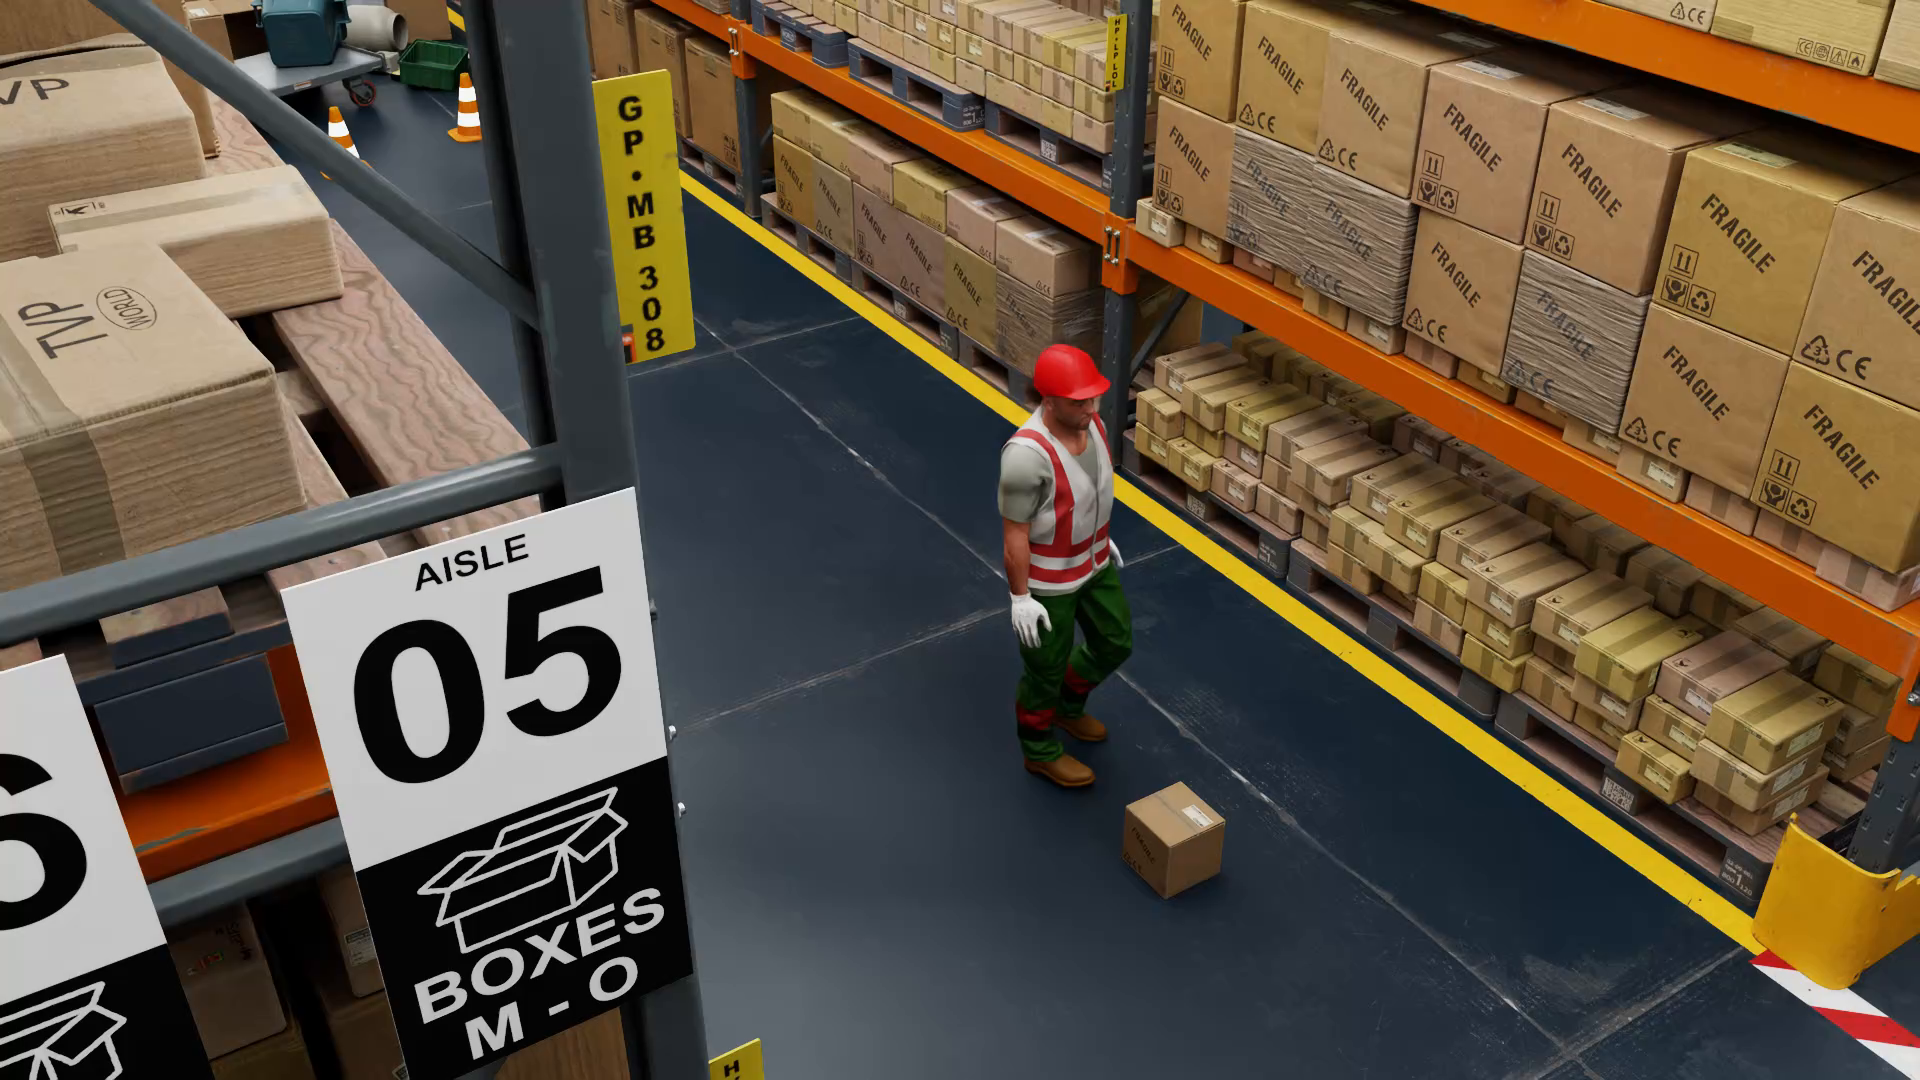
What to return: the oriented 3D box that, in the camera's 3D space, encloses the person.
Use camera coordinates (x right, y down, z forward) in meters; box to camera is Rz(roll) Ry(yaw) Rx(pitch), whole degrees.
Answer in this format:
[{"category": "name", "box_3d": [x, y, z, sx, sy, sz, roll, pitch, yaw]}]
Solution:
[{"category": "person", "box_3d": [0.376, 0.121, 5.906, 0.387, 1.794, 0.592, 22, 39, 31]}]
